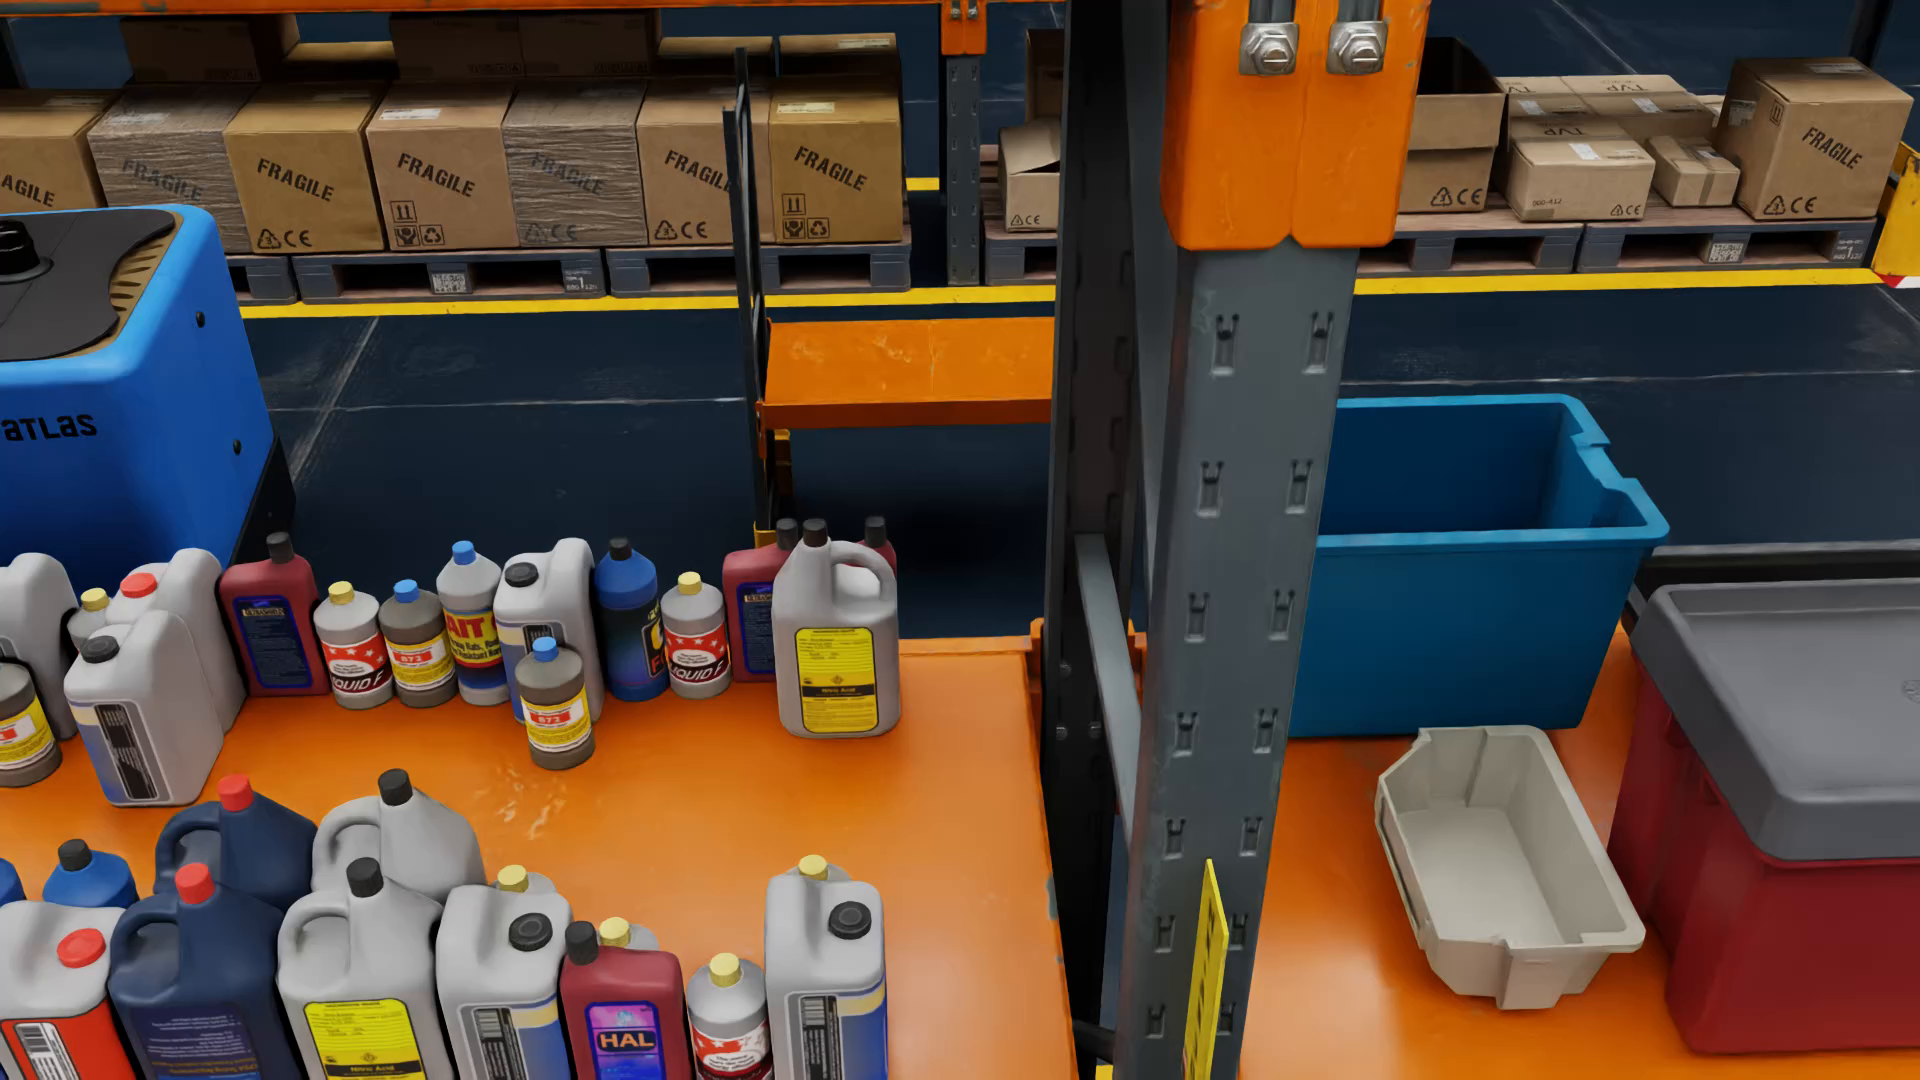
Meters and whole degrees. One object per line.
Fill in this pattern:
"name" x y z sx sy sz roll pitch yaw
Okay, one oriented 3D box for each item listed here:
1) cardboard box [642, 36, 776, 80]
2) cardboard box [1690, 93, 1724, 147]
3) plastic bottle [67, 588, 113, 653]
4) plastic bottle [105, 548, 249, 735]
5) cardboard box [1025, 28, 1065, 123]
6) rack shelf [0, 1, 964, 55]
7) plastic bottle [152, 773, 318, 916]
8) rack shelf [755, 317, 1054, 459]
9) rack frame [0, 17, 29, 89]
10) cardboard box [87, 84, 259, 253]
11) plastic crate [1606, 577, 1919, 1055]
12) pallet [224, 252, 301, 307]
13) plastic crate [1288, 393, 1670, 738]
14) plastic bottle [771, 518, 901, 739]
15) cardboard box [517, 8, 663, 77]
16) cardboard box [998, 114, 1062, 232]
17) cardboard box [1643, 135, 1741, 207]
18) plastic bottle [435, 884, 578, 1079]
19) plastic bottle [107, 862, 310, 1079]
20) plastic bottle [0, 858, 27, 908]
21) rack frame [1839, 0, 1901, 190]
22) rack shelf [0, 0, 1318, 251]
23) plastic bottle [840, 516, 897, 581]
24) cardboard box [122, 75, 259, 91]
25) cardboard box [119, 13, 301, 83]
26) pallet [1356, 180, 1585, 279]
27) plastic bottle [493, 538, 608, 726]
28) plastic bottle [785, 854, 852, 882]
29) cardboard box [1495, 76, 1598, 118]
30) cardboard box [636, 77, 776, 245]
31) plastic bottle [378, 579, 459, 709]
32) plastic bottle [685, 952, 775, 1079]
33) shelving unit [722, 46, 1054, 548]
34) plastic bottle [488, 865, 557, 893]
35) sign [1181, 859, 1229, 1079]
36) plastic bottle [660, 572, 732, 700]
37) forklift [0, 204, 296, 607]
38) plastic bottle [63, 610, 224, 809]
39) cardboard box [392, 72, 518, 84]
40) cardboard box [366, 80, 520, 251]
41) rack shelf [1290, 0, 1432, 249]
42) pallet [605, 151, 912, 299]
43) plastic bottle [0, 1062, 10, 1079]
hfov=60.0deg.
"cardboard box" -1.035 -1.799 7.024 0.500 0.500 0.500 -1 35 -2
"cardboard box" 3.303 -1.842 7.379 0.250 0.166 0.380 -2 35 -2
"plastic bottle" -1.300 0.165 2.551 0.097 0.201 0.097 0 35 0
"plastic bottle" -1.183 0.146 2.511 0.135 0.276 0.152 -2 35 -2
"cardboard box" 0.547 -1.871 7.127 0.500 0.500 0.500 -2 35 -2
"rack shelf" -2.006 -2.191 6.413 4.000 0.370 1.077 -2 35 -2
"plastic bottle" -0.872 0.429 2.038 0.185 0.351 0.144 -2 35 -2
"rack shelf" -0.085 -0.467 4.922 1.000 0.185 0.538 -2 35 -2
"rack frame" -4.004 -2.433 6.130 0.127 3.000 1.000 -2 35 -2
"cardboard box" -3.013 -1.454 6.524 0.500 0.500 0.500 -3 35 -4
"plastic crate" 1.126 0.342 2.011 0.583 0.464 0.402 -2 35 -2
"pallet" -3.256 -1.285 6.922 1.213 0.211 1.003 -2 35 -2
"plastic crate" 0.673 0.050 2.503 0.575 0.384 0.392 -2 35 -2
"plastic bottle" -0.185 0.121 2.482 0.185 0.351 0.144 -2 35 -2
"cardboard box" -1.502 -2.101 6.801 0.500 0.250 0.500 -1 35 -2
"cardboard box" 0.421 -1.505 6.765 0.500 0.311 0.500 -2 35 -2
"cardboard box" 3.047 -1.550 6.957 0.250 0.166 0.380 -2 35 -2
"plastic bottle" -0.521 0.530 1.958 0.135 0.276 0.152 -2 35 -2
"plastic bottle" -0.865 0.511 1.920 0.185 0.351 0.144 -2 35 -2
"plastic bottle" -1.183 0.479 2.036 0.097 0.271 0.097 0 35 0
"rack frame" 3.987 -2.649 6.442 0.127 3.000 1.000 -2 35 -2
"rack shelf" -1.775 -0.609 1.491 4.000 0.370 1.077 -2 35 -2
"plastic bottle" -0.164 0.090 2.587 0.133 0.283 0.061 -2 35 -2
"cardboard box" -3.081 -1.745 6.946 0.500 0.500 0.500 0 35 0
"cardboard box" -3.025 -2.057 6.738 0.500 0.250 0.500 0 35 0
"pallet" 1.899 -1.447 7.155 1.213 0.211 1.003 -2 35 -2
"plastic bottle" -0.623 0.131 2.533 0.135 0.276 0.152 -2 35 -2
"plastic bottle" -0.180 0.480 2.095 0.097 0.201 0.097 0 35 0
"cardboard box" 2.432 -1.819 7.272 0.500 0.250 0.500 -2 35 -2
"cardboard box" -0.982 -1.509 6.605 0.500 0.500 0.500 -1 35 -2
"plastic bottle" -0.838 0.152 2.569 0.097 0.201 0.097 0 35 0
"plastic bottle" -0.270 0.569 1.966 0.097 0.201 0.097 0 35 0
"shelving unit" -0.076 -0.615 4.820 1.083 1.500 0.587 -2 35 -2
"plastic bottle" -0.545 0.490 2.080 0.097 0.201 0.097 0 35 0
"sign" 0.247 0.474 1.687 0.005 0.325 0.100 -2 35 -2
"plastic bottle" -0.412 0.141 2.585 0.097 0.201 0.097 0 35 0
"forklift" -3.550 -0.901 3.977 3.031 2.935 1.130 -5 35 -7
"plastic bottle" -1.176 0.233 2.387 0.135 0.276 0.152 -2 35 -2
"cardboard box" -2.040 -1.776 6.991 0.500 0.500 0.500 -3 35 -4
"cardboard box" -1.991 -1.481 6.564 0.500 0.500 0.500 -3 35 -4
"rack shelf" 2.220 -0.717 1.646 4.000 0.370 1.077 -2 35 -2
"pallet" -0.819 -1.351 7.017 1.213 0.211 1.003 -2 35 -2
"plastic bottle" -1.159 0.547 1.933 0.135 0.276 0.152 -2 35 -2
